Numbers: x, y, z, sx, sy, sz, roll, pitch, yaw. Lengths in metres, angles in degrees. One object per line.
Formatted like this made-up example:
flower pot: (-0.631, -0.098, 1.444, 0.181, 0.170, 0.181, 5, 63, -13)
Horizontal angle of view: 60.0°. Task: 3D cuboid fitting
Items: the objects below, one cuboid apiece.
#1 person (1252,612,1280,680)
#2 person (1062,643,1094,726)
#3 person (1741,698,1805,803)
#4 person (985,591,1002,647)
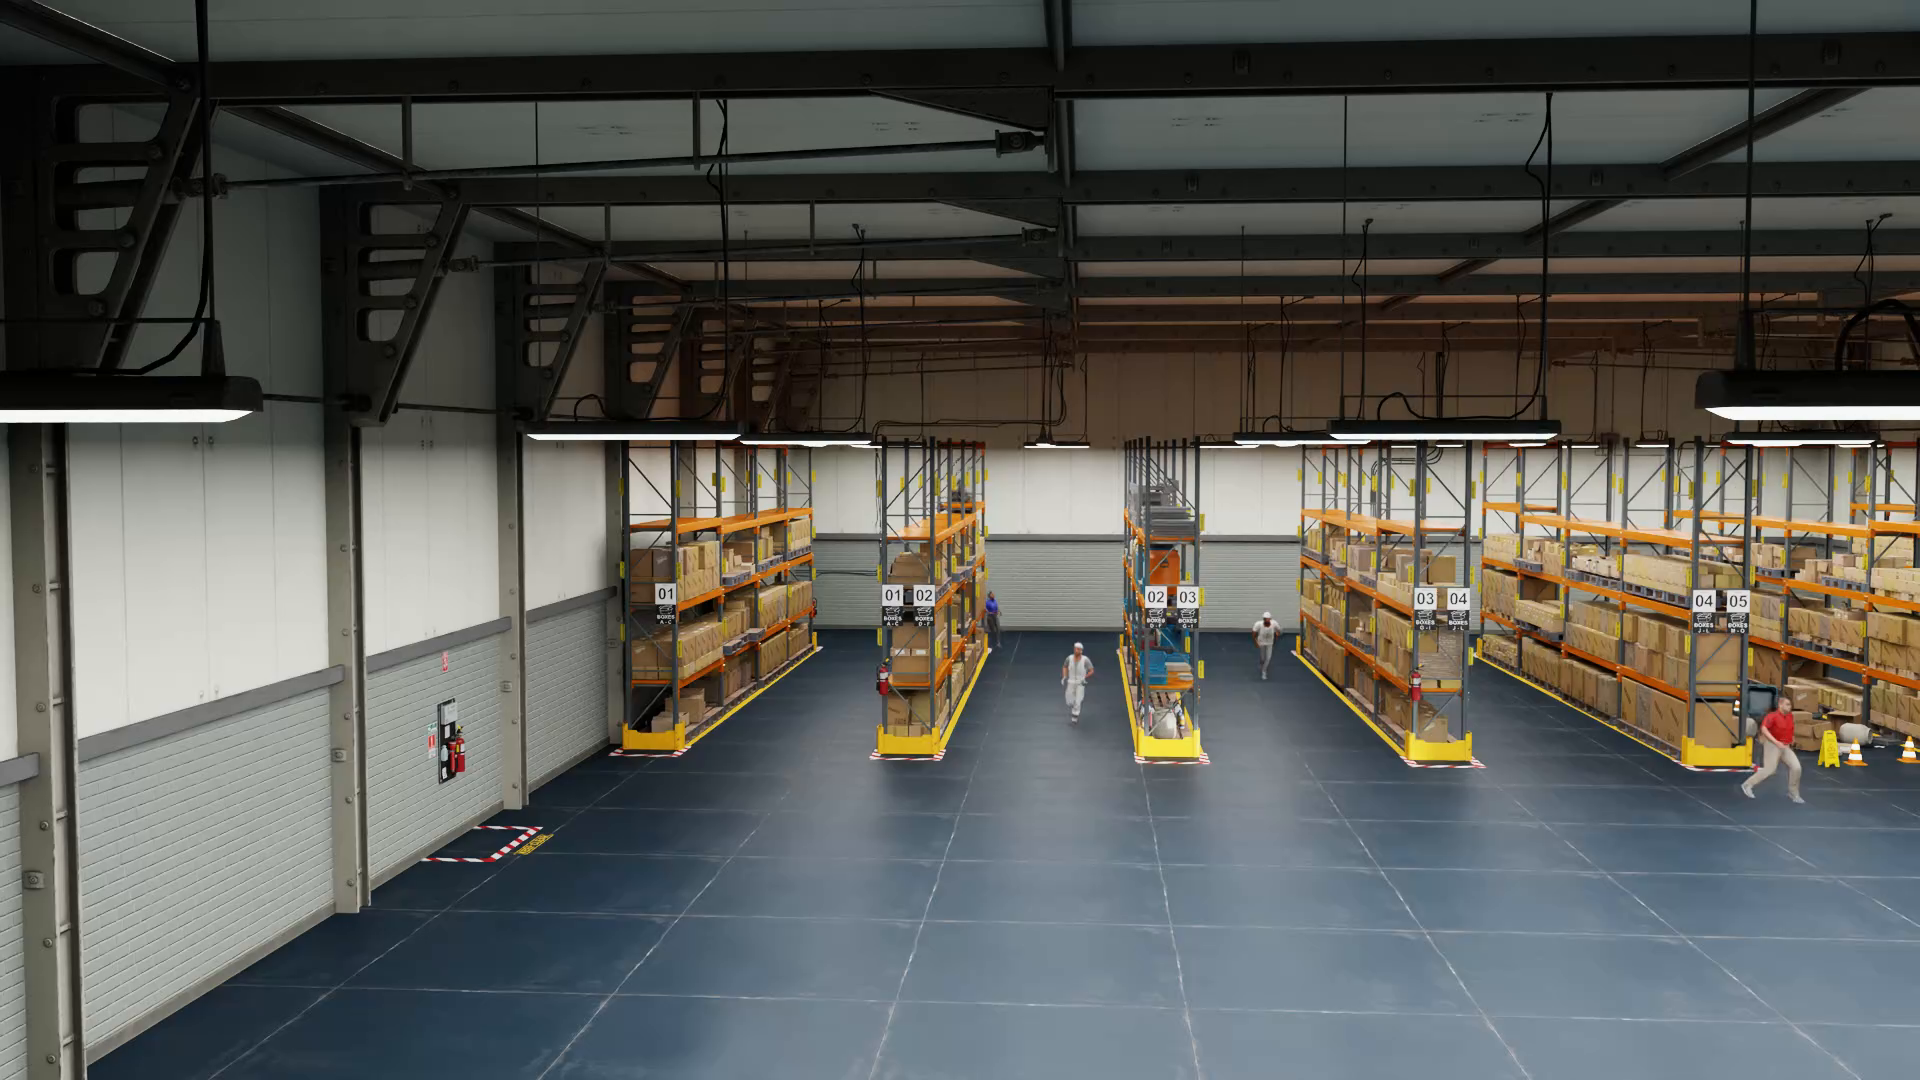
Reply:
person: (7.730, 2.651, 42.048, 0.702, 1.708, 0.941, 0, 3, -1)
person: (2.468, 3.004, 34.836, 0.672, 1.723, 0.603, 1, 3, 13)
person: (13.361, 3.442, 27.225, 0.905, 1.735, 0.757, -2, 3, -29)
person: (0.911, 2.325, 48.919, 0.617, 1.641, 0.748, -3, 4, -42)
